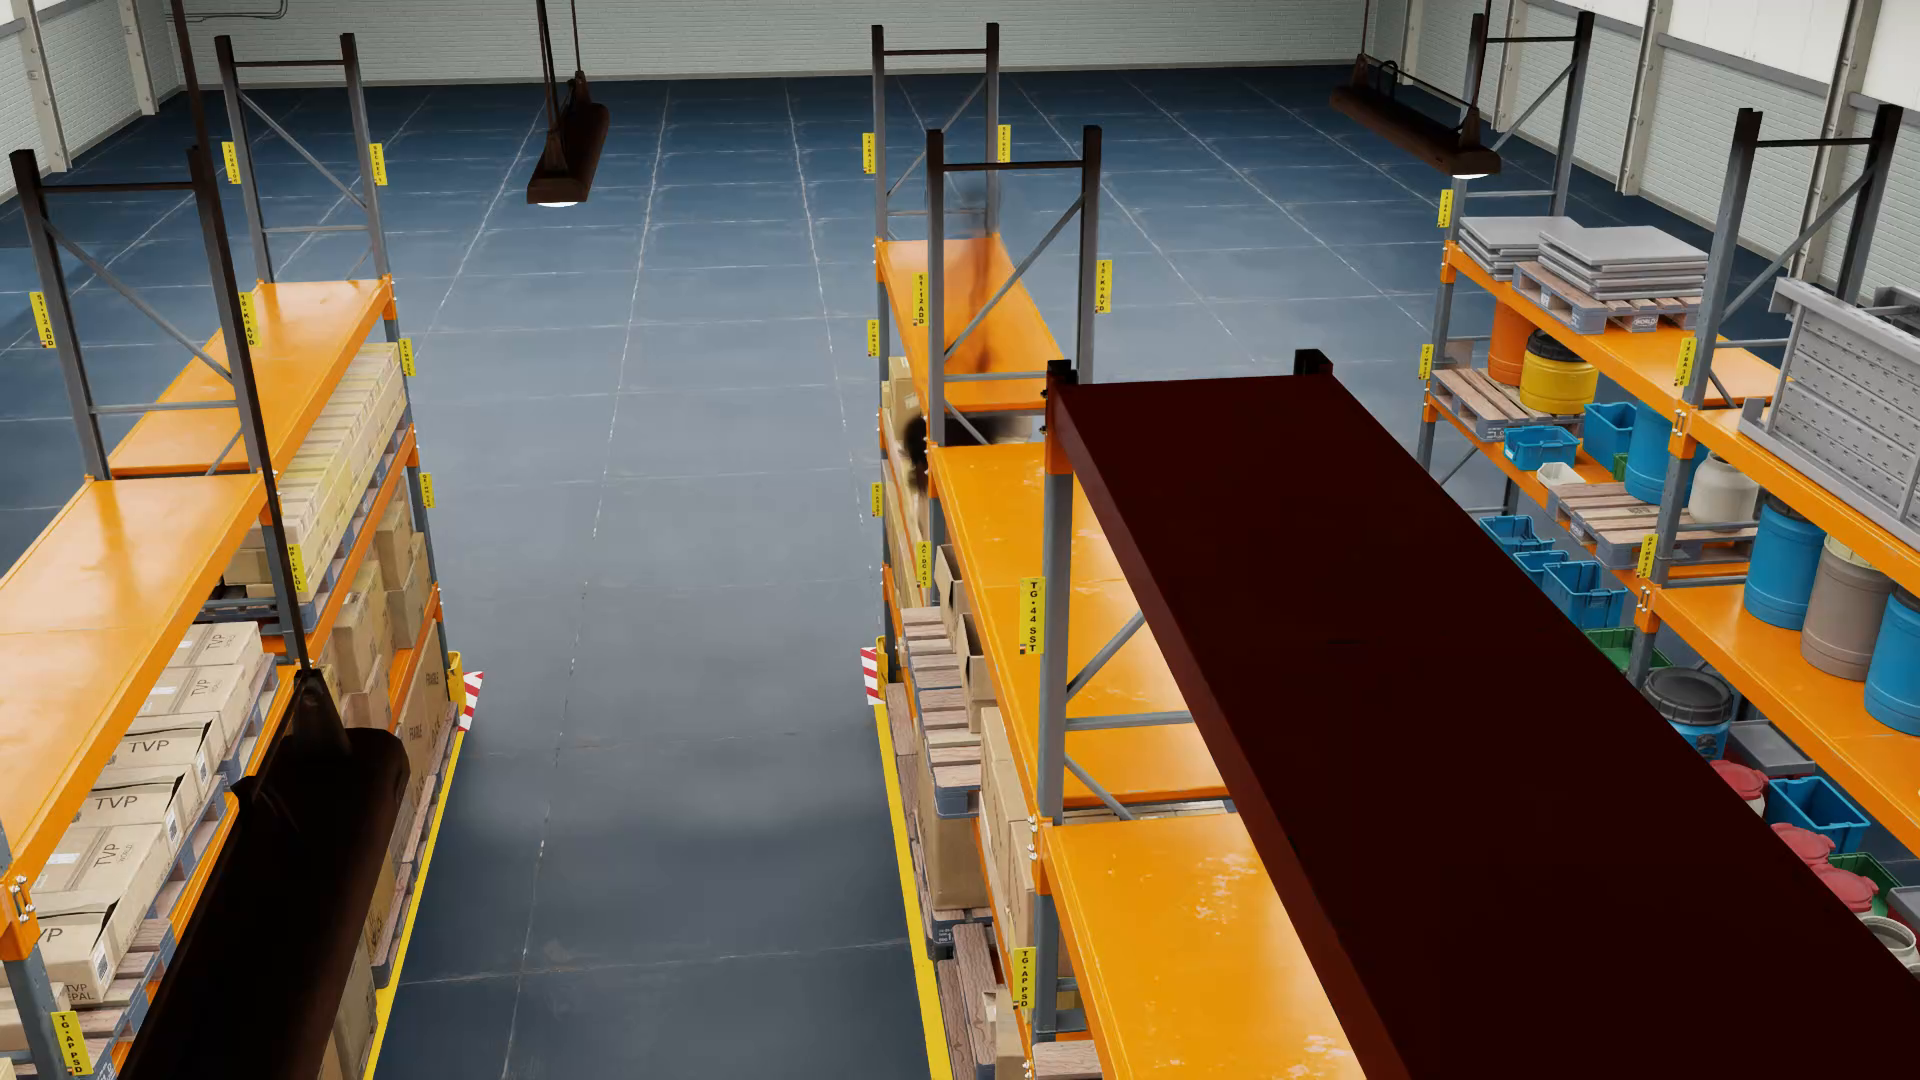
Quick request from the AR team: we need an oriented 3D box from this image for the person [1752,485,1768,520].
[{"bbox_3d":[8.676,-0.608,17.915,0.711,1.612,0.599,12,28,23],"label":"person"}]
